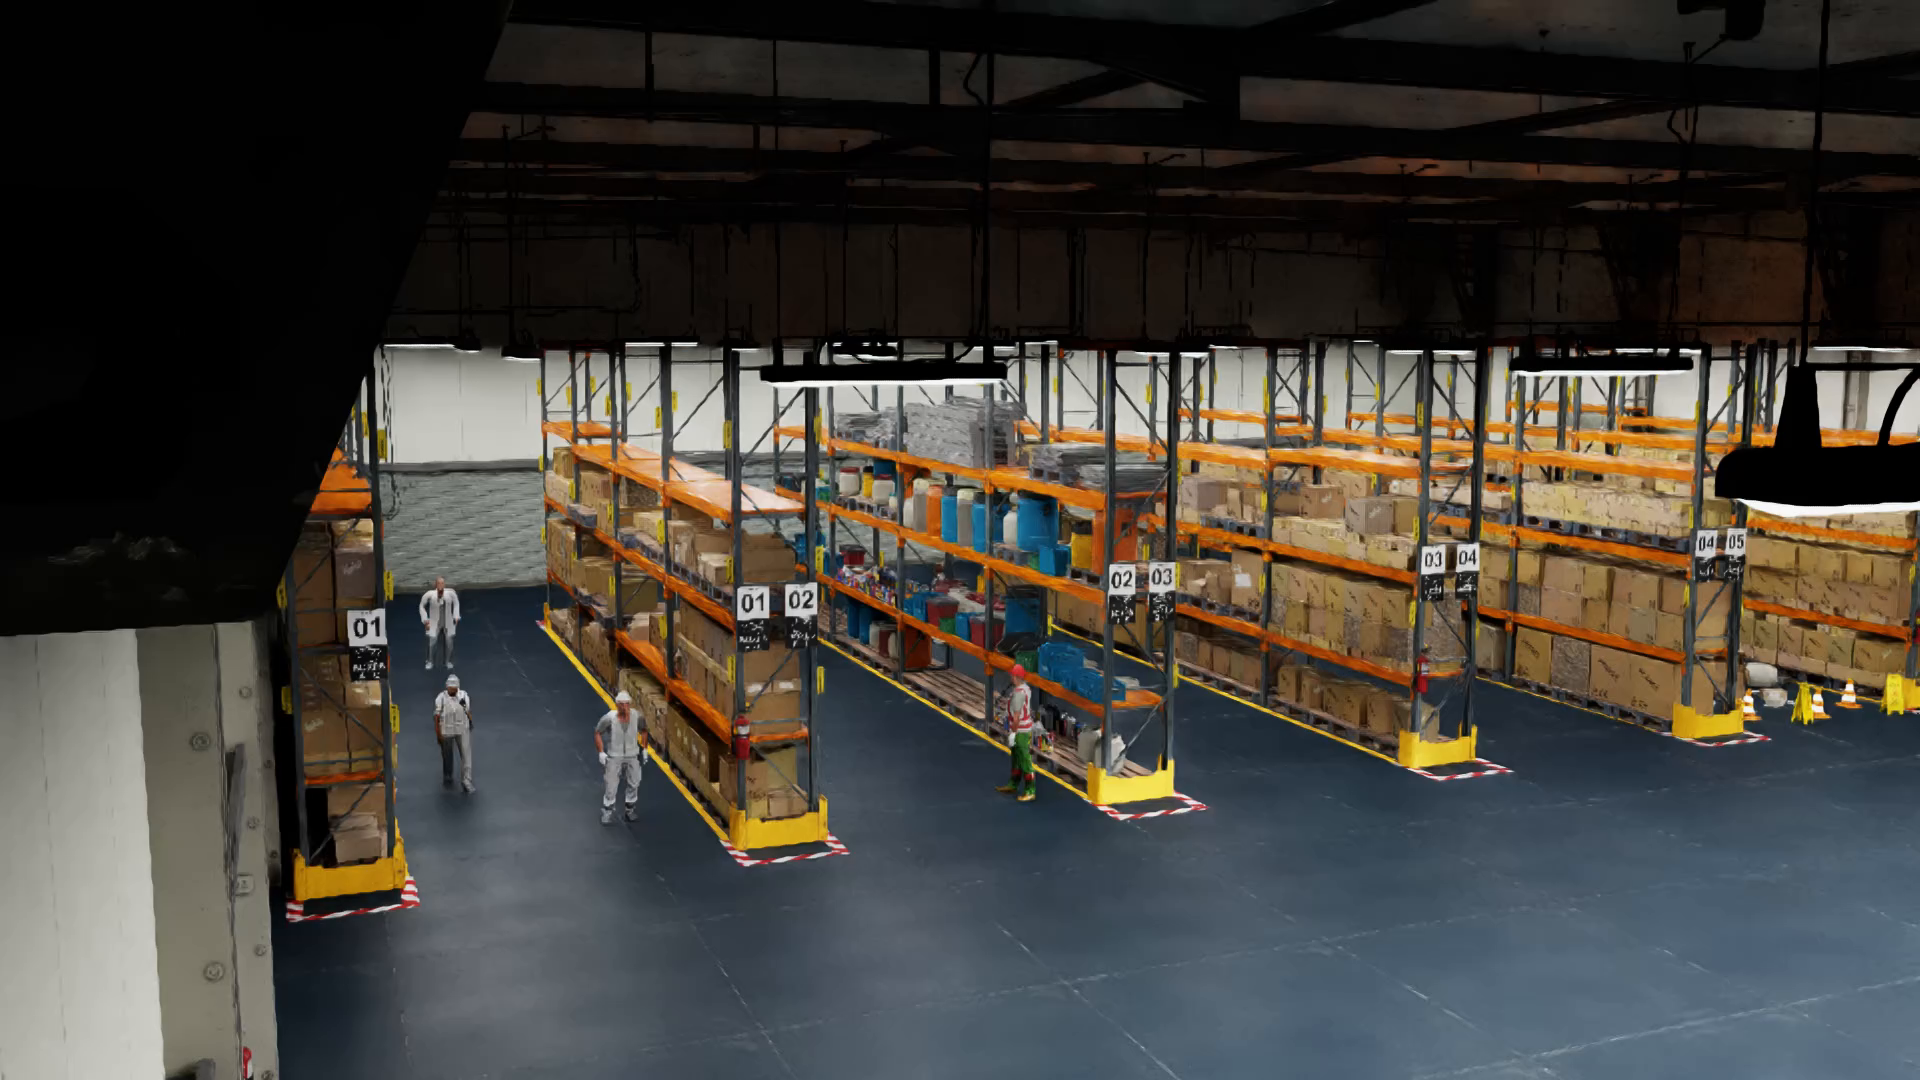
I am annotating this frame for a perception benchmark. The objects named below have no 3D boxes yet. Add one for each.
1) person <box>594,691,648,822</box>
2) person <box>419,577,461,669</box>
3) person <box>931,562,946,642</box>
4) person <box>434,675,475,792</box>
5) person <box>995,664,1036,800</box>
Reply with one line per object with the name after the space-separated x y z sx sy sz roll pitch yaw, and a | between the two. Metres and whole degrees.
-4.279 2.744 21.085 0.677 1.741 0.552 -3 8 -23 | person
-9.542 1.515 30.517 0.729 1.733 0.546 -3 8 -24 | person
-0.438 1.225 33.134 0.454 1.599 0.467 1 8 9 | person
-6.894 2.597 22.653 0.497 1.583 1.090 -3 8 -19 | person
0.752 2.545 22.261 0.569 1.786 0.653 1 7 8 | person
